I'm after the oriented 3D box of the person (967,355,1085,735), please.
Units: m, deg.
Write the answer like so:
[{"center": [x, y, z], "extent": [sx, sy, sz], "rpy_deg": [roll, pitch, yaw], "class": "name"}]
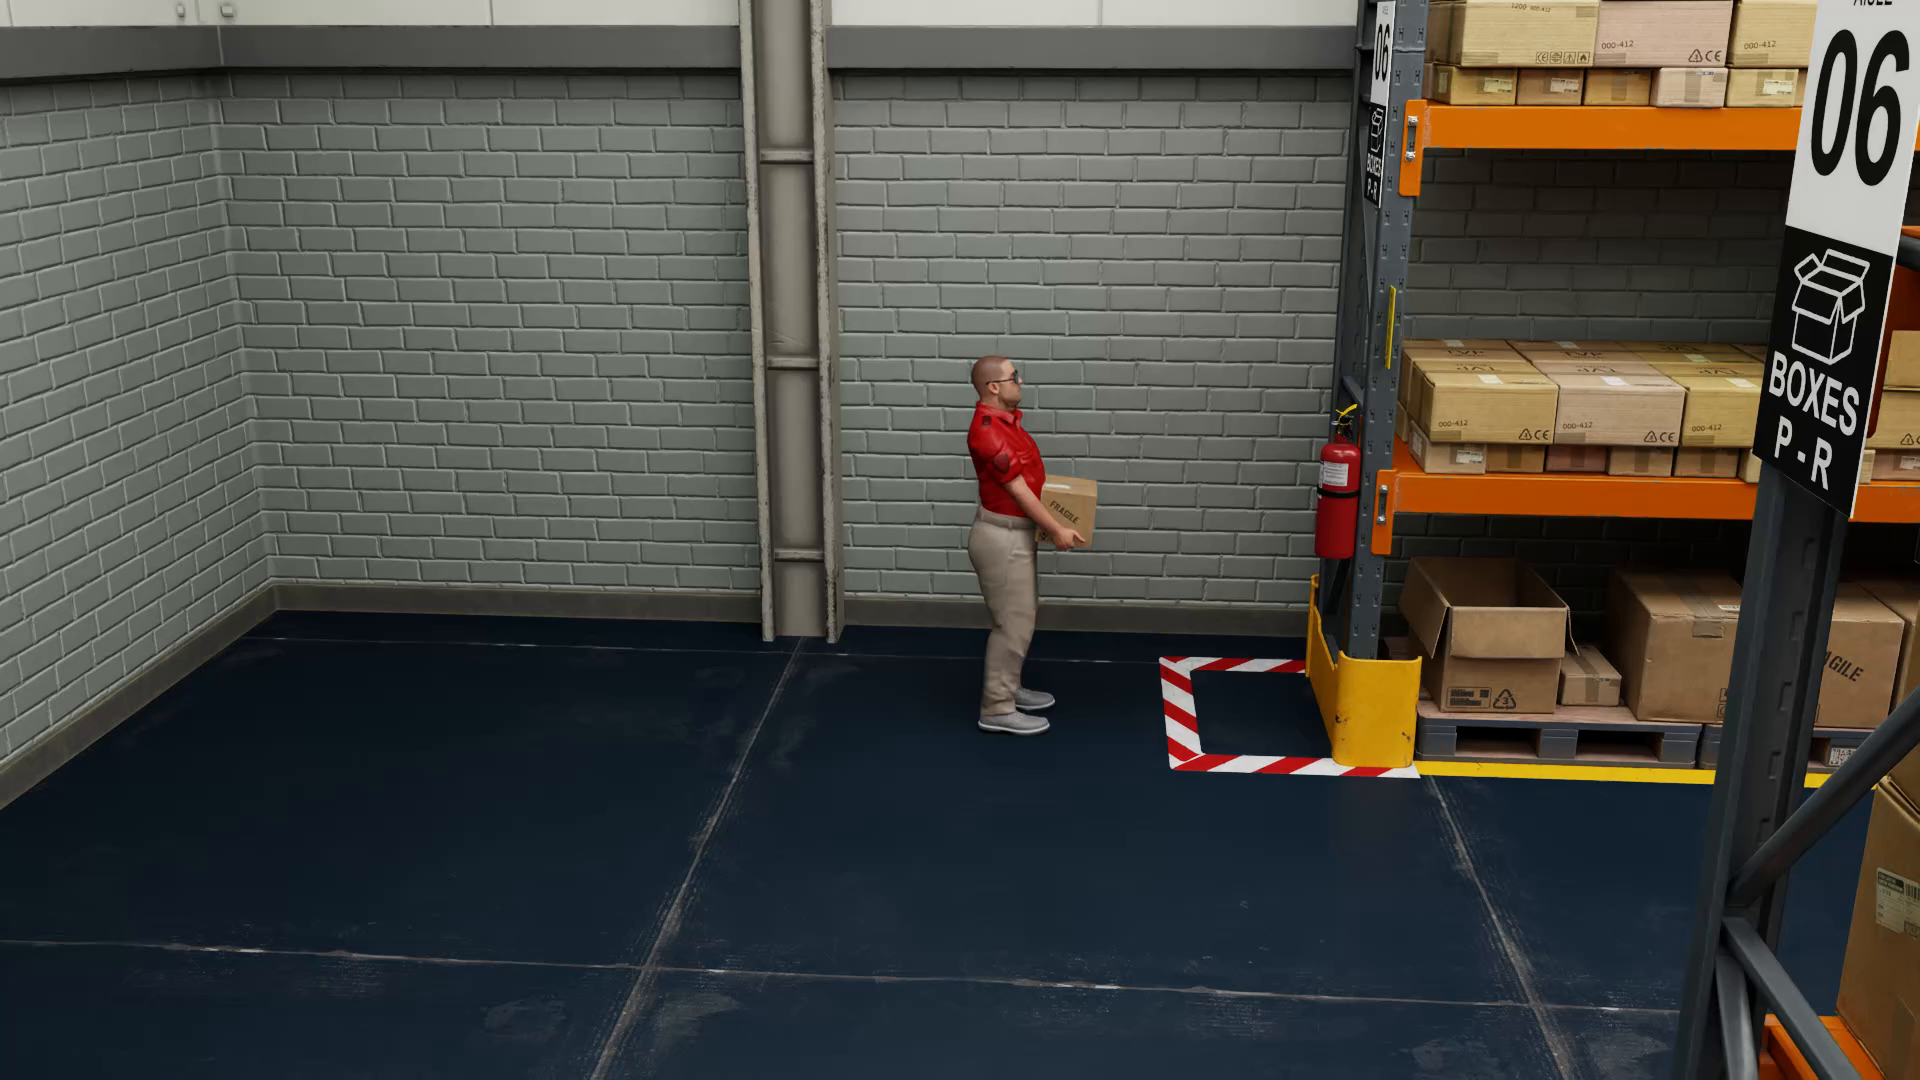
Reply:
[{"center": [0.304, 0.011, 7.562], "extent": [0.530, 1.712, 0.493], "rpy_deg": [1, 17, 4], "class": "person"}]
